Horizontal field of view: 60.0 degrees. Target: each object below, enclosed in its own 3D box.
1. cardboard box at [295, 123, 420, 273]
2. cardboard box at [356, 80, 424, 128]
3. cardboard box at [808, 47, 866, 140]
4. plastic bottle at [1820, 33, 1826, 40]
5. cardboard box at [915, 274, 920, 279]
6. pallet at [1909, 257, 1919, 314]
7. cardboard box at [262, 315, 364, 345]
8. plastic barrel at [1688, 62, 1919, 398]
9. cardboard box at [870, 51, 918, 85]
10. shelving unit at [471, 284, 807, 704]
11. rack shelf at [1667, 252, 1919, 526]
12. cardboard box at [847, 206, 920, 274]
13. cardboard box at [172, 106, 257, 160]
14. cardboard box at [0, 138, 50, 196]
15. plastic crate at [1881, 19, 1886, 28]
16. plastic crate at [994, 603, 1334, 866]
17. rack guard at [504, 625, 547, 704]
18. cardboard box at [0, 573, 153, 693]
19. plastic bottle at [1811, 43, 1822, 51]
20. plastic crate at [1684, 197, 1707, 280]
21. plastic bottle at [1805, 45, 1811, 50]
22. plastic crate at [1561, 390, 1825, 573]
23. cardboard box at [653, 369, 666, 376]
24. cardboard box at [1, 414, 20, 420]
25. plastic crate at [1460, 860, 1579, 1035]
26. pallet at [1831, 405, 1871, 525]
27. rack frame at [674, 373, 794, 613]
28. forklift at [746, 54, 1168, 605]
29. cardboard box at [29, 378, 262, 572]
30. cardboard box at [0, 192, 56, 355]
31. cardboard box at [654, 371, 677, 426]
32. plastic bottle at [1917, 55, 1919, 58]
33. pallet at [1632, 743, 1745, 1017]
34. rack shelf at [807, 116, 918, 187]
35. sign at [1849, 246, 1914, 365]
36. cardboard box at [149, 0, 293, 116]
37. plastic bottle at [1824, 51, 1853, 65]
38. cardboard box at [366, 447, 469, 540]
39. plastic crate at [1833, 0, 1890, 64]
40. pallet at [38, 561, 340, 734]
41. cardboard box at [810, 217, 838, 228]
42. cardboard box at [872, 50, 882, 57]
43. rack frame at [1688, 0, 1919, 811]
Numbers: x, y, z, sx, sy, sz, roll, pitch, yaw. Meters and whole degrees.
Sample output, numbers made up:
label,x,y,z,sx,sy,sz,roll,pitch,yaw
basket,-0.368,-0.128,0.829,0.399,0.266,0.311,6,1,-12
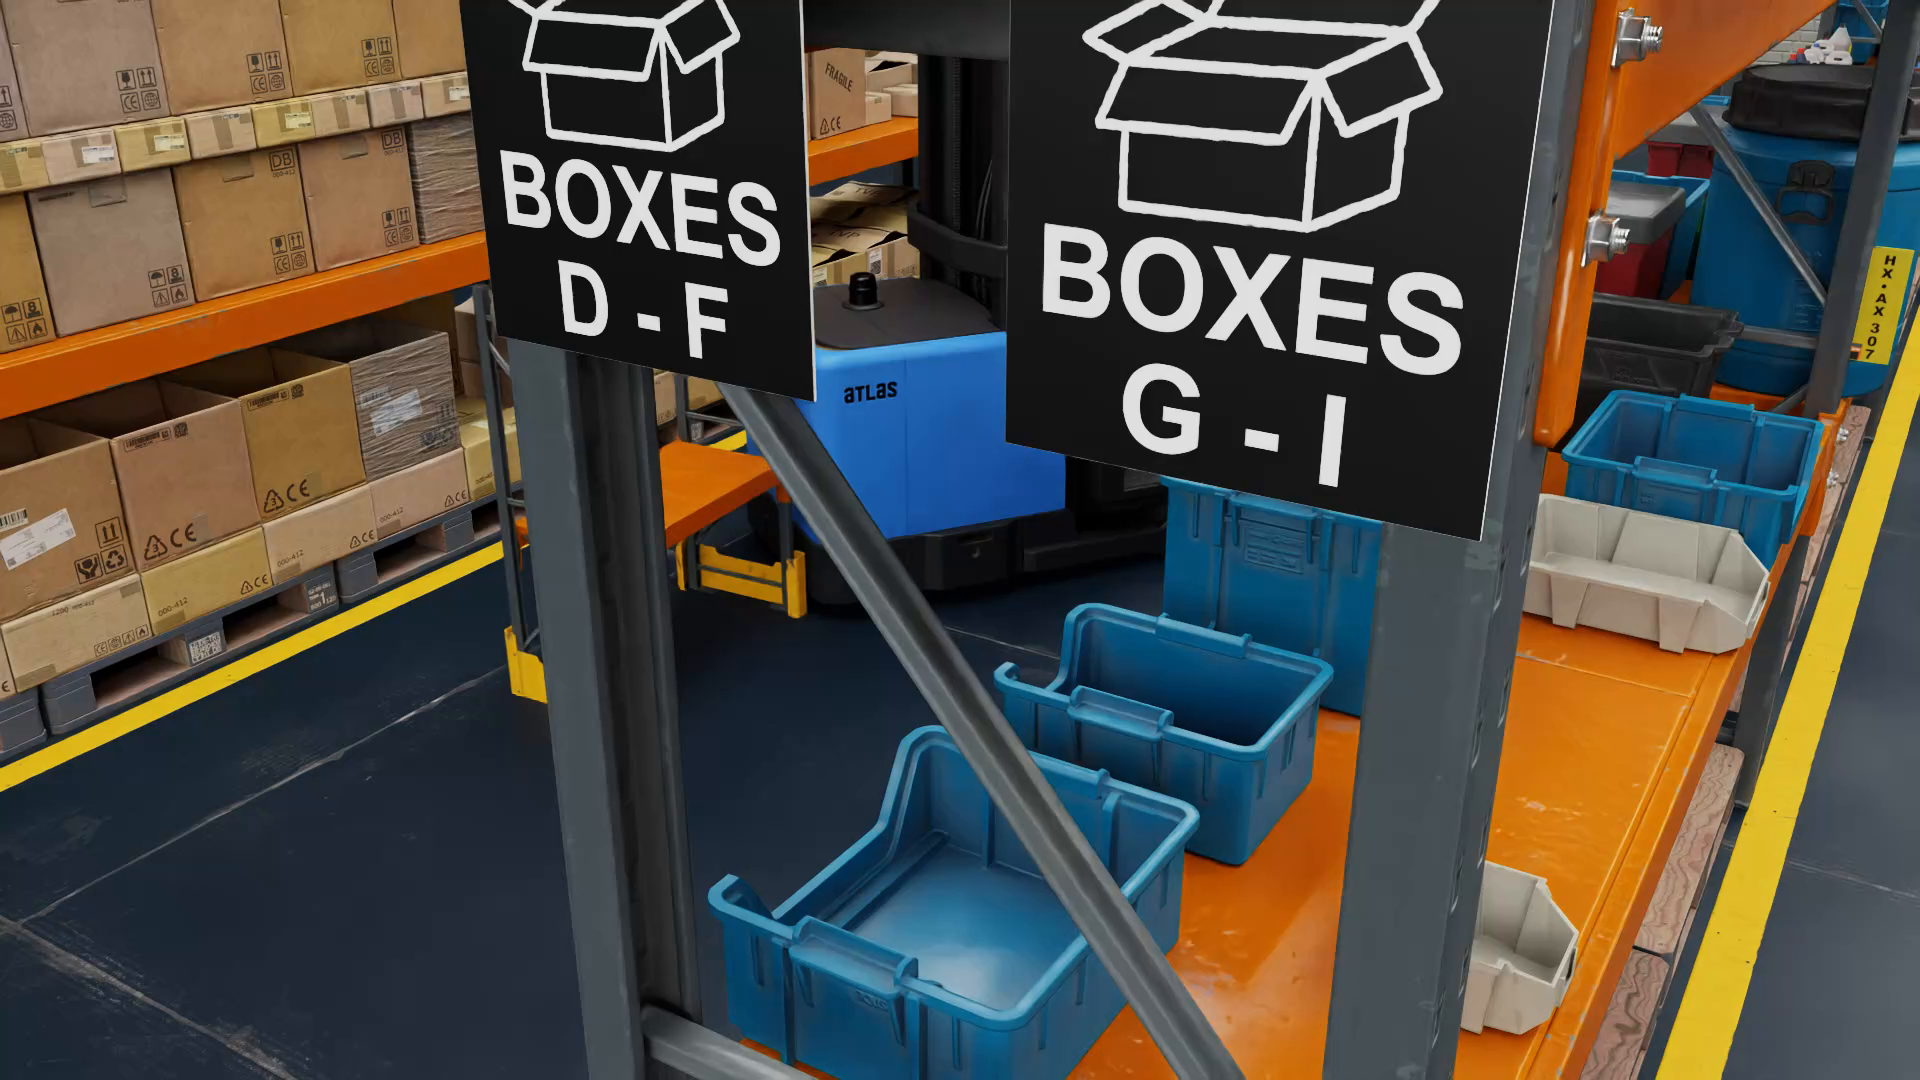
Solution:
label,x,y,z,sx,sy,sz,roll,pitch,yaw
cardboard box,-2.603,-1.399,6.580,0.700,0.500,0.500,14,27,28
cardboard box,-2.331,-1.719,6.502,0.380,0.149,0.250,13,27,27
cardboard box,-0.863,-2.510,9.146,0.500,0.500,0.500,12,26,26
plastic bottle,5.698,-3.212,11.040,0.061,0.283,0.133,14,27,29
cardboard box,-0.331,-1.561,10.013,0.500,0.250,0.500,14,27,28
pallet,5.882,-1.813,11.173,1.003,0.211,1.213,14,27,29
cardboard box,-2.869,-0.697,7.074,0.500,0.500,0.500,14,27,29
plastic barrel,2.566,-0.941,5.018,0.600,0.901,0.708,14,27,29
cardboard box,-0.221,-2.879,10.238,0.500,0.311,0.500,16,28,32
shelving unit,-1.109,-0.273,5.992,0.587,1.500,1.083,12,26,25
rack shelf,3.160,-0.989,6.665,1.077,0.370,4.000,14,27,29
cardboard box,-0.327,-1.817,9.898,0.500,0.311,0.500,13,27,28
cardboard box,-2.734,-1.462,5.910,0.380,0.149,0.250,15,27,30
cardboard box,-3.144,-1.200,5.303,0.380,0.149,0.250,13,27,28
plastic crate,6.988,-3.902,12.744,0.293,0.136,0.466,14,27,29
plastic crate,0.352,0.324,2.913,0.499,0.251,0.408,14,27,29
rack guard,-1.340,0.476,5.836,0.587,0.250,0.087,12,26,25
cardboard box,-3.215,0.263,5.800,0.500,0.250,0.500,14,27,29
plastic bottle,5.479,-3.052,10.687,0.097,0.271,0.097,0,23,0
plastic crate,2.784,-1.194,6.499,0.450,0.188,0.662,14,27,29
plastic bottle,5.300,-2.957,10.451,0.061,0.283,0.133,14,27,29
plastic crate,1.752,-0.146,3.998,0.499,0.251,0.616,14,27,29
cardboard box,-1.672,-0.959,7.917,0.500,0.311,0.500,14,27,29
cardboard box,-3.666,-0.193,5.908,0.500,0.500,0.500,14,27,29
plastic crate,0.740,0.592,2.439,0.298,0.136,0.250,14,27,29
pallet,3.773,-0.461,8.050,1.003,0.211,1.213,14,27,29
rack frame,-0.878,-0.448,6.398,0.500,1.500,0.032,12,26,25
forklift,0.636,-1.445,6.899,3.031,2.935,1.130,-10,25,-22
cardboard box,-2.946,-0.249,6.038,0.500,0.500,0.500,14,27,29
cardboard box,-3.415,-0.879,5.379,0.700,0.500,0.500,14,27,29
cardboard box,-1.678,-0.699,8.021,0.500,0.250,0.500,13,27,28
plastic bottle,5.817,-2.811,10.130,0.097,0.271,0.097,0,23,0
pallet,1.715,0.853,5.013,1.003,0.211,1.213,14,27,29
rack shelf,-1.047,-2.029,9.066,1.077,0.370,4.000,14,27,29
sign,2.566,-0.652,4.633,0.100,0.325,0.005,14,27,29
cardboard box,-2.860,-1.834,5.952,0.700,0.500,0.500,14,27,29
plastic bottle,5.398,-2.867,10.253,0.152,0.276,0.135,14,27,29
cardboard box,-2.433,-0.246,6.974,0.500,0.250,0.500,14,27,29
plastic crate,6.281,-3.594,11.720,0.392,0.384,0.575,14,27,29
pallet,-3.199,0.269,6.363,1.003,0.211,1.213,14,27,29
cardboard box,-1.058,-1.756,9.757,0.500,0.311,0.500,13,27,28
cardboard box,-1.070,-5.039,17.732,0.700,0.500,0.500,15,27,30
rack frame,2.105,-0.644,4.963,1.000,3.000,0.127,14,27,29
